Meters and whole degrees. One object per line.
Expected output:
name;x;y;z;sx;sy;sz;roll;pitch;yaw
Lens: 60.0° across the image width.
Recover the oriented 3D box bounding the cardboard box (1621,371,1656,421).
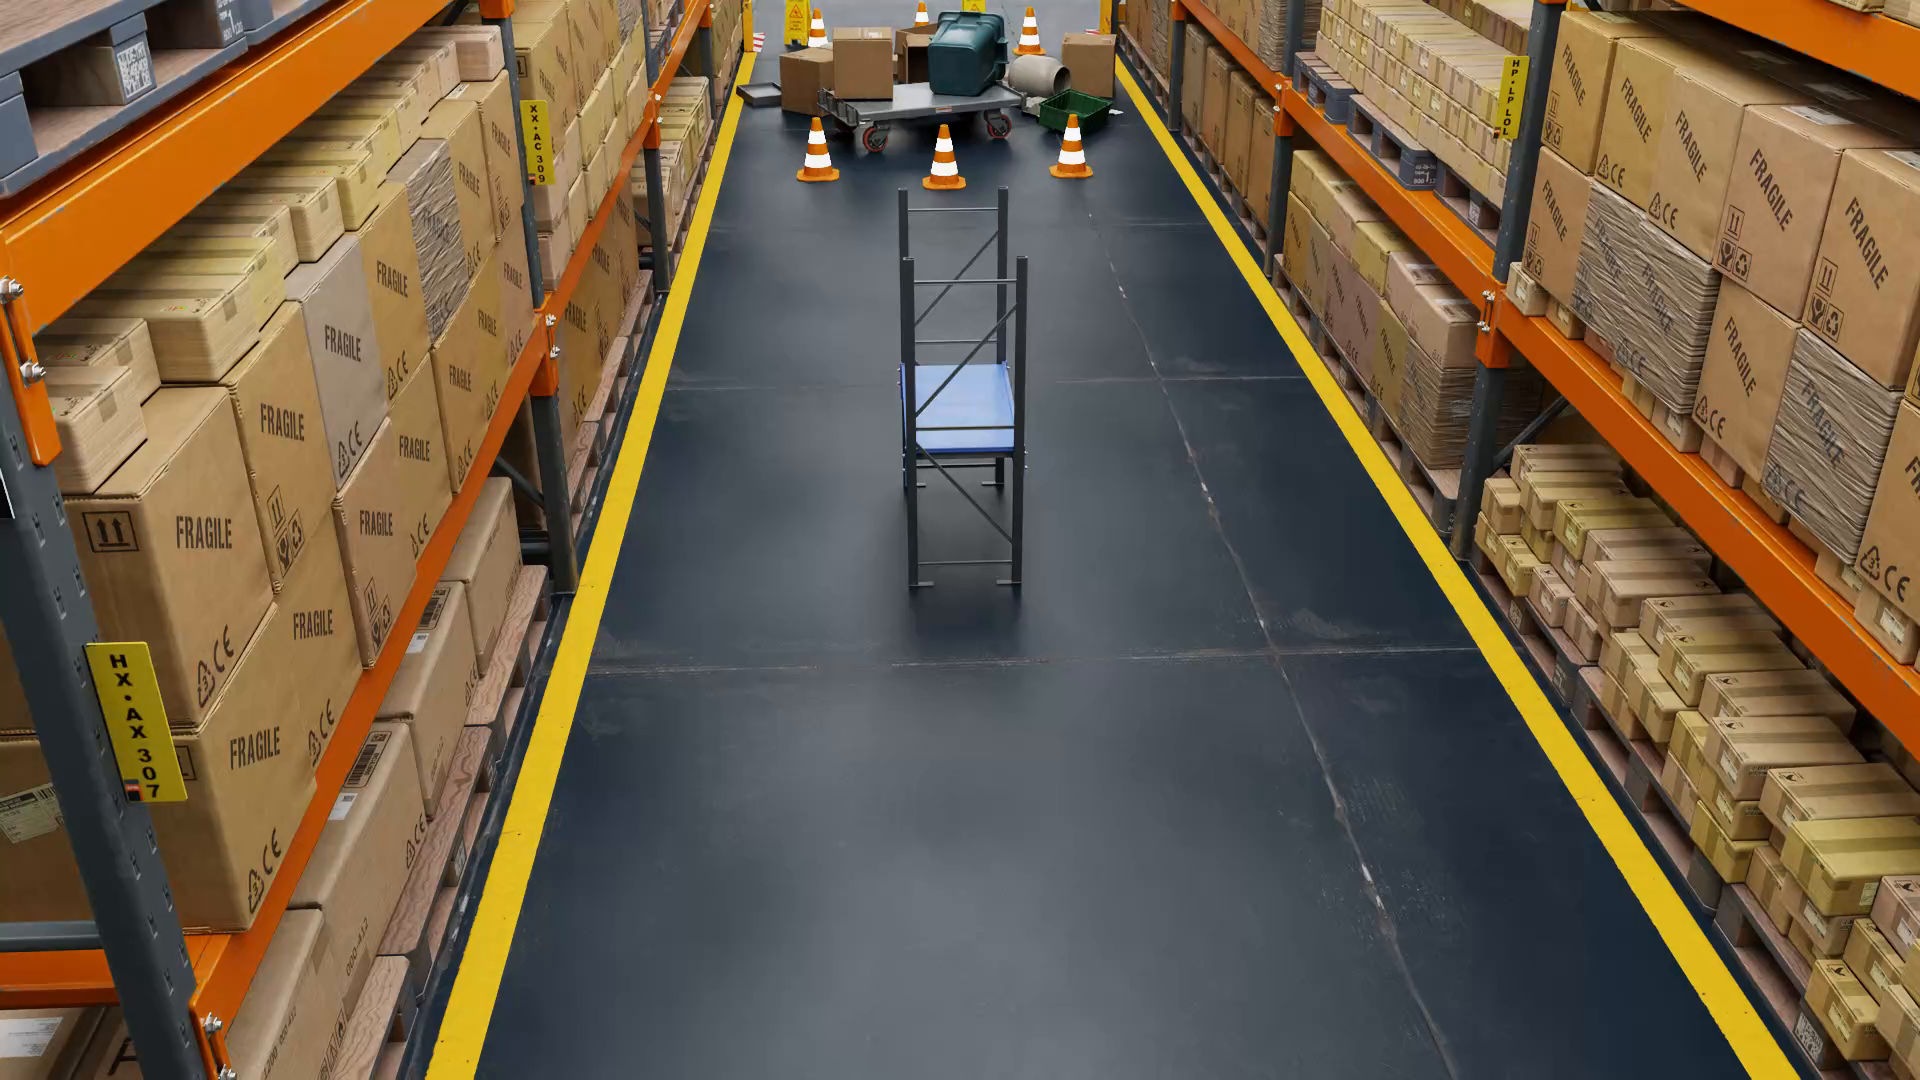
cardboard box;2.551;-0.532;5.799;0.380;0.149;0.250;-1;28;-2

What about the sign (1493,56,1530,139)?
sign;2.199;-1.764;6.636;0.100;0.325;0.005;-1;28;-3

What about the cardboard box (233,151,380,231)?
cardboard box;-1.757;-0.915;4.370;0.380;0.149;0.250;-2;28;-4

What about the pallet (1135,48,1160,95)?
pallet;2.307;-4.642;16.421;1.003;0.211;1.213;-1;28;-3

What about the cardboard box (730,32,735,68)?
cardboard box;-2.448;-4.760;16.153;0.500;0.250;0.500;-2;28;-4

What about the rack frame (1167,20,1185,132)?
rack frame;2.335;-4.960;14.016;1.000;3.000;0.127;-1;28;-3

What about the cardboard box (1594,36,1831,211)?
cardboard box;2.576;-1.432;5.741;0.500;0.500;0.500;-2;28;-4

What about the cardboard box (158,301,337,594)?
cardboard box;-1.751;-0.207;3.714;0.500;0.500;0.500;-2;28;-4

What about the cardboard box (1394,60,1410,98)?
cardboard box;2.456;-2.372;8.551;0.380;0.149;0.250;0;28;-1

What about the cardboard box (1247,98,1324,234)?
cardboard box;2.602;-2.585;11.441;1.050;0.750;0.750;-2;28;-3

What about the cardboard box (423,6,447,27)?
cardboard box;-2.493;-2.026;7.202;0.500;0.500;0.500;-1;28;-2

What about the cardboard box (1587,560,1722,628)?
cardboard box;2.550;0.196;6.116;0.380;0.149;0.250;-1;28;-2

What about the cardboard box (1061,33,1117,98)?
cardboard box;1.230;-4.545;15.921;0.500;0.500;0.500;3;28;6

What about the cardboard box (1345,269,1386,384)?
cardboard box;2.414;-1.153;8.966;0.500;0.500;0.500;-2;28;-4

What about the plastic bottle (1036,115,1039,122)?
plastic bottle;0.814;-3.748;14.871;0.133;0.061;0.283;-17;32;-29

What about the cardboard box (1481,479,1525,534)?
cardboard box;2.453;-0.145;7.090;0.380;0.149;0.250;0;28;0

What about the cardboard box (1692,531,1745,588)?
cardboard box;3.040;0.060;6.377;0.380;0.149;0.250;-1;28;-1

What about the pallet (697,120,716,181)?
pallet;-2.560;-3.198;13.653;1.003;0.211;1.213;-1;28;-3

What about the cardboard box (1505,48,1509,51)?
cardboard box;3.094;-2.507;8.809;0.380;0.149;0.250;-1;28;-1

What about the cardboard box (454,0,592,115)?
cardboard box;-1.999;-2.263;7.656;0.500;0.500;0.500;-2;28;-4

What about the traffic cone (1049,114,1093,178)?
traffic cone;0.898;-3.180;13.346;0.336;0.463;0.334;-1;28;-3

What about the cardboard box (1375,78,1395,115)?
cardboard box;2.437;-2.364;8.856;0.380;0.149;0.250;-1;28;-2

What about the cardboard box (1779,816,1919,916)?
cardboard box;2.585;0.923;4.721;0.380;0.149;0.250;-2;28;-4

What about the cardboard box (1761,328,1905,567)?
cardboard box;2.624;-0.268;4.590;0.500;0.500;0.500;-1;28;-2

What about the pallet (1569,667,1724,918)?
pallet;2.890;0.845;5.902;1.003;0.211;1.213;-1;28;-3

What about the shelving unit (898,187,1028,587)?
shelving unit;-0.004;-0.704;7.479;0.538;1.500;1.048;-1;28;-3

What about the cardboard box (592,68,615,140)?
cardboard box;-2.010;-2.172;8.292;0.500;0.250;0.500;-2;28;-4

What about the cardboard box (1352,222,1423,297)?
cardboard box;2.407;-1.495;8.811;0.500;0.250;0.500;-3;28;-5

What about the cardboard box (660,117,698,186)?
cardboard box;-2.494;-2.920;12.492;0.950;0.372;0.625;0;28;-1

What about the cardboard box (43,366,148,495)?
cardboard box;-1.718;-0.198;2.995;0.380;0.149;0.250;-1;28;-2

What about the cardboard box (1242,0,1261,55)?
cardboard box;2.228;-3.589;11.280;0.500;0.500;0.500;-1;28;-3

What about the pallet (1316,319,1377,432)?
pallet;2.644;-0.954;9.350;1.003;0.211;1.213;-1;28;-3

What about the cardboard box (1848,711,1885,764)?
cardboard box;3.063;0.675;5.519;0.380;0.149;0.250;0;28;0

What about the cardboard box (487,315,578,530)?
cardboard box;-2.297;-0.628;7.554;0.875;0.875;0.875;-1;28;-1

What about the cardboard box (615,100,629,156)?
cardboard box;-2.055;-2.184;8.857;0.500;0.250;0.500;-2;28;-3

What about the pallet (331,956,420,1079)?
pallet;-2.096;1.617;4.422;1.003;0.211;1.213;-1;28;-3

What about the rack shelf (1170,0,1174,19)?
rack shelf;2.231;-5.565;15.954;1.077;0.370;4.000;-1;28;-3

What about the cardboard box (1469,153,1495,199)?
cardboard box;2.520;-1.639;7.466;0.380;0.149;0.250;-1;28;-2

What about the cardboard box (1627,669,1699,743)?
cardboard box;2.544;0.567;5.727;0.380;0.149;0.250;-1;28;-2

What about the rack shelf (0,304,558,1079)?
rack shelf;-2.080;0.143;5.010;1.077;0.370;4.000;-1;28;-3

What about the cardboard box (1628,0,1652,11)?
cardboard box;7.166;-5.394;17.098;0.500;0.500;0.500;6;28;11

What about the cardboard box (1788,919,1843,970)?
cardboard box;2.684;1.181;4.871;0.380;0.149;0.250;-2;28;-3

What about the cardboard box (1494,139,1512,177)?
cardboard box;2.535;-1.651;7.168;0.380;0.149;0.250;-1;28;-1

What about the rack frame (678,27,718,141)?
rack frame;-2.603;-4.794;13.698;1.000;3.000;0.127;-1;28;-3

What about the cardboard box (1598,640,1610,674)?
cardboard box;2.642;0.464;6.245;0.380;0.149;0.250;-3;28;-5

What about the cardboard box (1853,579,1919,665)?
cardboard box;2.623;0.201;4.393;0.380;0.149;0.250;-1;28;-1

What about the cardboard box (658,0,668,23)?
cardboard box;-2.168;-3.562;11.154;0.380;0.149;0.250;-1;28;-2

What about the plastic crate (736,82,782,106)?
plastic crate;-1.866;-4.244;15.801;0.402;0.080;0.583;-11;30;-20

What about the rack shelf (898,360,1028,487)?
rack shelf;-0.004;-0.545;7.562;0.538;0.185;1.000;-1;28;-3

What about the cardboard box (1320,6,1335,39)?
cardboard box;2.369;-3.092;9.930;0.380;0.149;0.250;0;28;0

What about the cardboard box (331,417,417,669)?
cardboard box;-1.777;0.007;4.386;0.500;0.500;0.500;-2;28;-3

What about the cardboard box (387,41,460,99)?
cardboard box;-1.946;-1.616;5.713;0.380;0.149;0.250;-1;28;-1

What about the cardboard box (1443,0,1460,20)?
cardboard box;3.039;-3.120;9.663;0.380;0.149;0.250;-2;28;-3

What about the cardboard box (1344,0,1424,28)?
cardboard box;2.400;-2.996;9.425;0.380;0.149;0.250;-2;28;-3

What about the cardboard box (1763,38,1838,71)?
cardboard box;3.080;-1.436;5.749;0.500;0.500;0.500;-2;28;-4

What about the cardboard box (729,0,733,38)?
cardboard box;-2.459;-5.103;15.998;0.500;0.500;0.500;-2;28;-4

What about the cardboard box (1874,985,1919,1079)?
cardboard box;2.649;1.291;4.339;0.380;0.149;0.250;-2;28;-4

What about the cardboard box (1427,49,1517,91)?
cardboard box;2.488;-2.263;8.020;0.380;0.149;0.250;-2;28;-4
